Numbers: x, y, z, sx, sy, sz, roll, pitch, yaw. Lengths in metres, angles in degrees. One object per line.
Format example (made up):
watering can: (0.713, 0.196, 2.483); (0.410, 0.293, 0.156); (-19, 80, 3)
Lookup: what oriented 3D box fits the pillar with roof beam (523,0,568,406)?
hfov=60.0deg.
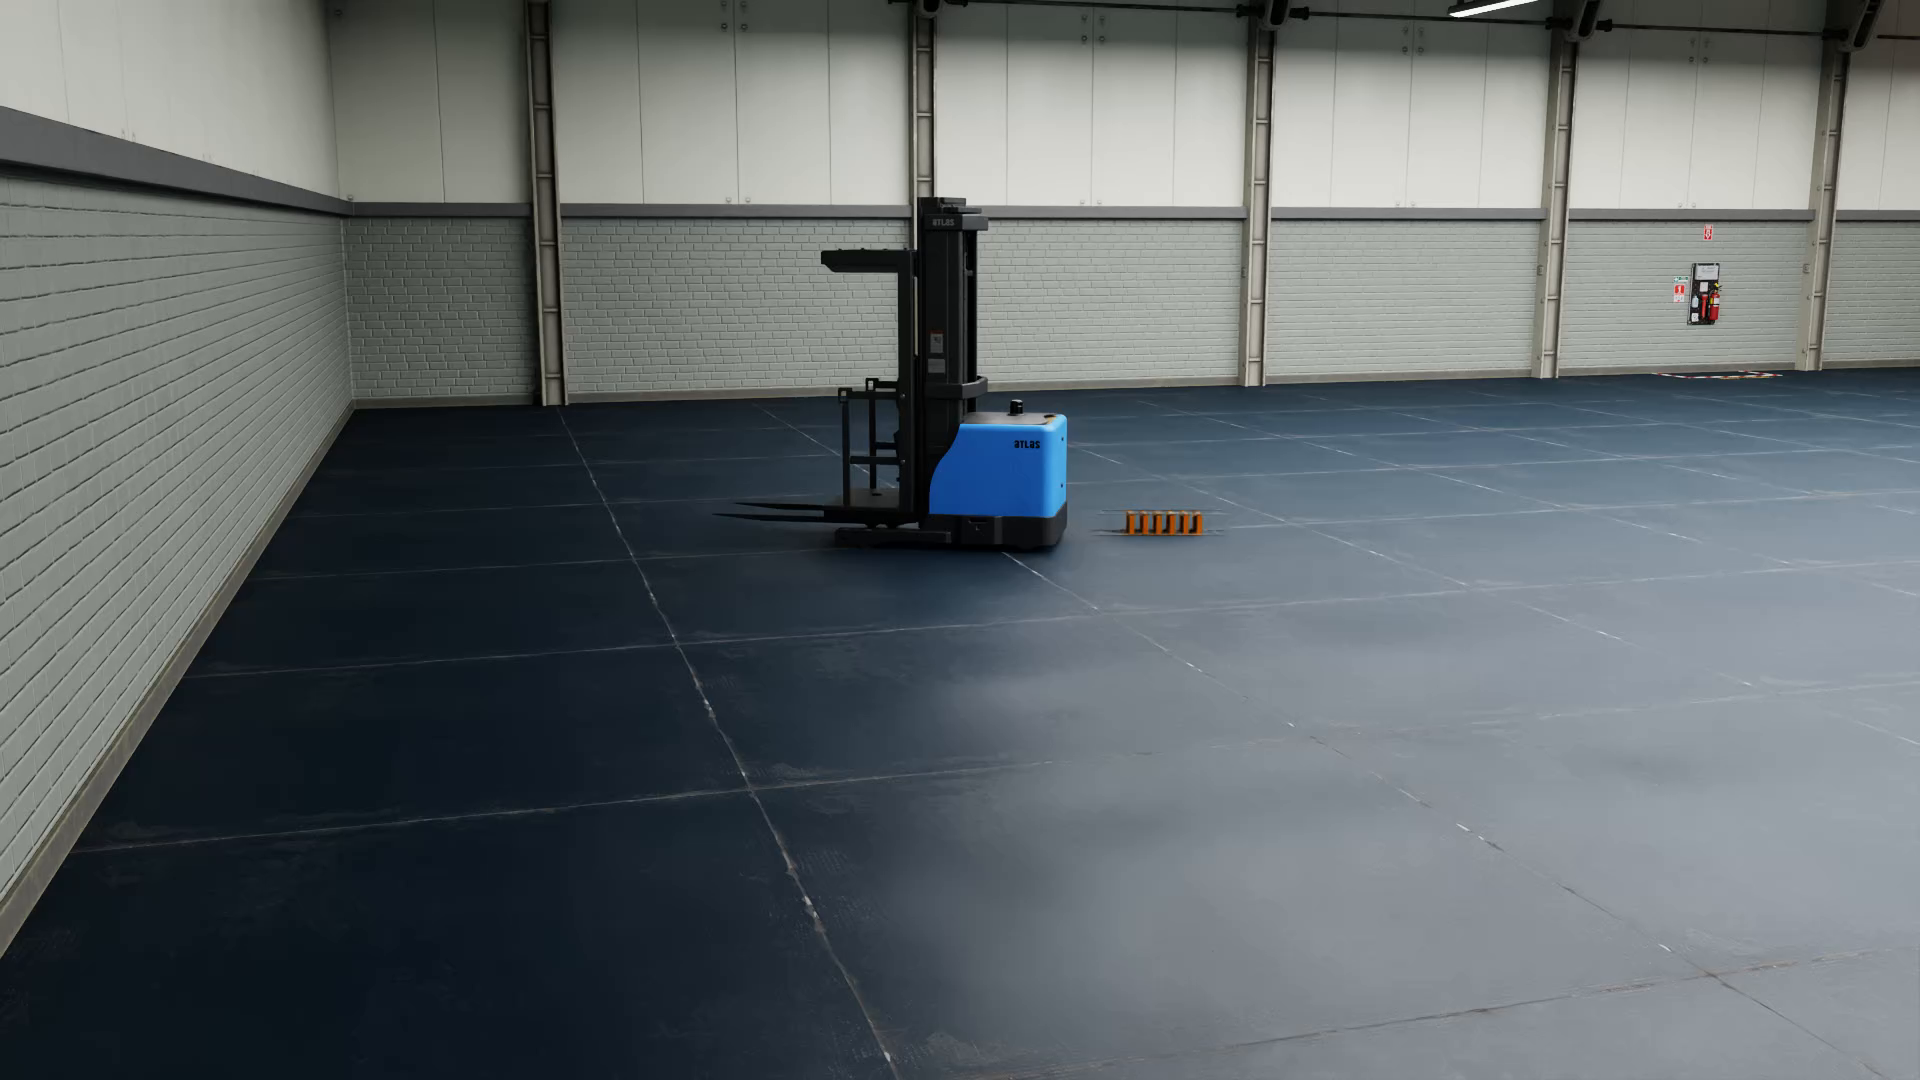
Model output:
pillar with roof beam: (-5.161, -5.809, 21.247); (0.548, 9.000, 9.100); (-3, 11, -16)

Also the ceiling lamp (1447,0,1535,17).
ceiling lamp: (7.479, -9.222, 23.666); (0.800, 3.185, 2.000); (-3, 11, -16)

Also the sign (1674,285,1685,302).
sign: (13.736, -4.711, 31.751); (0.234, 0.329, 0.001); (-3, 11, -16)

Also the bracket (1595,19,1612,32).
bracket: (11.416, -9.198, 29.713); (0.430, 0.232, 0.235); (-3, 11, -16)

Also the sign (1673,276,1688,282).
sign: (13.743, -4.970, 31.696); (0.331, 0.109, 0.001); (-3, 11, -16)

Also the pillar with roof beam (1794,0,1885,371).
pillar with roof beam: (17.882, -7.024, 27.844); (0.548, 9.000, 9.100); (-3, 11, -16)

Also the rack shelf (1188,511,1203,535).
rack shelf: (2.102, -0.158, 14.876); (0.103, 0.180, 0.258); (0, 10, -1)

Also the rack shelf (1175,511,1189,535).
rack shelf: (1.982, -0.159, 14.873); (0.103, 0.180, 0.258); (0, 10, -1)

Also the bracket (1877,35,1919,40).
bracket: (19.650, -9.632, 32.070); (4.783, 0.066, 0.076); (-3, 11, -16)

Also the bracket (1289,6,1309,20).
bracket: (5.655, -8.894, 28.064); (0.430, 0.232, 0.235); (-3, 11, -16)

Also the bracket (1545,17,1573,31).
bracket: (10.619, -9.156, 29.485); (0.430, 0.232, 0.235); (-3, 11, -16)

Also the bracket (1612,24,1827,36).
bracket: (13.889, -9.328, 30.421); (4.783, 0.066, 0.076); (-3, 11, -16)

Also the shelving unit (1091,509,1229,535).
shelving unit: (1.786, -0.159, 14.869); (1.200, 0.189, 0.258); (0, 10, -1)

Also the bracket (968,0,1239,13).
bracket: (2.368, -8.721, 27.123); (4.783, 0.066, 0.076); (-3, 11, -16)

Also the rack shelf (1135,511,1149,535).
rack shelf: (1.622, -0.159, 14.866); (0.103, 0.180, 0.258); (0, 10, -1)

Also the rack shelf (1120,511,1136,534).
rack shelf: (1.502, -0.160, 14.864); (0.103, 0.180, 0.258); (0, 10, -1)

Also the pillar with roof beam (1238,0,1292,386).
pillar with roof beam: (6.360, -6.416, 24.546); (0.548, 9.000, 9.100); (-3, 11, -16)

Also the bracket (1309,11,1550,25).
bracket: (8.129, -9.025, 28.772); (4.783, 0.066, 0.076); (-3, 11, -16)

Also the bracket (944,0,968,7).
bracket: (-0.106, -8.591, 26.414); (0.430, 0.232, 0.235); (-3, 11, -16)

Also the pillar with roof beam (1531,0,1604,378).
pillar with roof beam: (12.121, -6.720, 26.195); (0.548, 9.000, 9.100); (-3, 11, -16)

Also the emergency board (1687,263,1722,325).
emergency board: (14.295, -4.703, 31.809); (0.643, 1.169, 0.194); (-3, 11, -16)

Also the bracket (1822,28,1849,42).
bracket: (16.380, -9.460, 31.134); (0.430, 0.232, 0.235); (-3, 11, -16)

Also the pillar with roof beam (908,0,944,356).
pillar with roof beam: (0.599, -6.113, 22.896); (0.548, 9.000, 9.100); (-3, 11, -16)

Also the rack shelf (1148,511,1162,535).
rack shelf: (1.742, -0.159, 14.869); (0.103, 0.180, 0.258); (0, 10, -1)

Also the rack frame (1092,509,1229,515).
rack frame: (1.787, -0.249, 14.853); (1.200, 0.006, 0.240); (0, 10, -1)

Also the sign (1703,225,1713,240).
sign: (14.260, -5.860, 31.691); (0.199, 0.298, 0.001); (-3, 11, -16)

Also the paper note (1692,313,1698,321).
paper note: (14.106, -4.273, 31.905); (0.142, 0.148, 0.016); (-3, 11, -16)

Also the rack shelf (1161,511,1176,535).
rack shelf: (1.862, -0.159, 14.871); (0.103, 0.180, 0.258); (0, 10, -1)

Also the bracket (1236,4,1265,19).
bracket: (4.858, -8.852, 27.835); (0.430, 0.232, 0.235); (-3, 11, -16)

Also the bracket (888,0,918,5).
bracket: (-0.903, -8.549, 26.186); (0.430, 0.232, 0.235); (-3, 11, -16)

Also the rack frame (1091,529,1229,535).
rack frame: (1.786, -0.069, 14.886); (1.200, 0.006, 0.240); (0, 10, -1)

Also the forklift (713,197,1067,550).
forklift: (-0.614, -1.462, 14.390); (3.031, 2.935, 1.130); (2, 11, 10)
